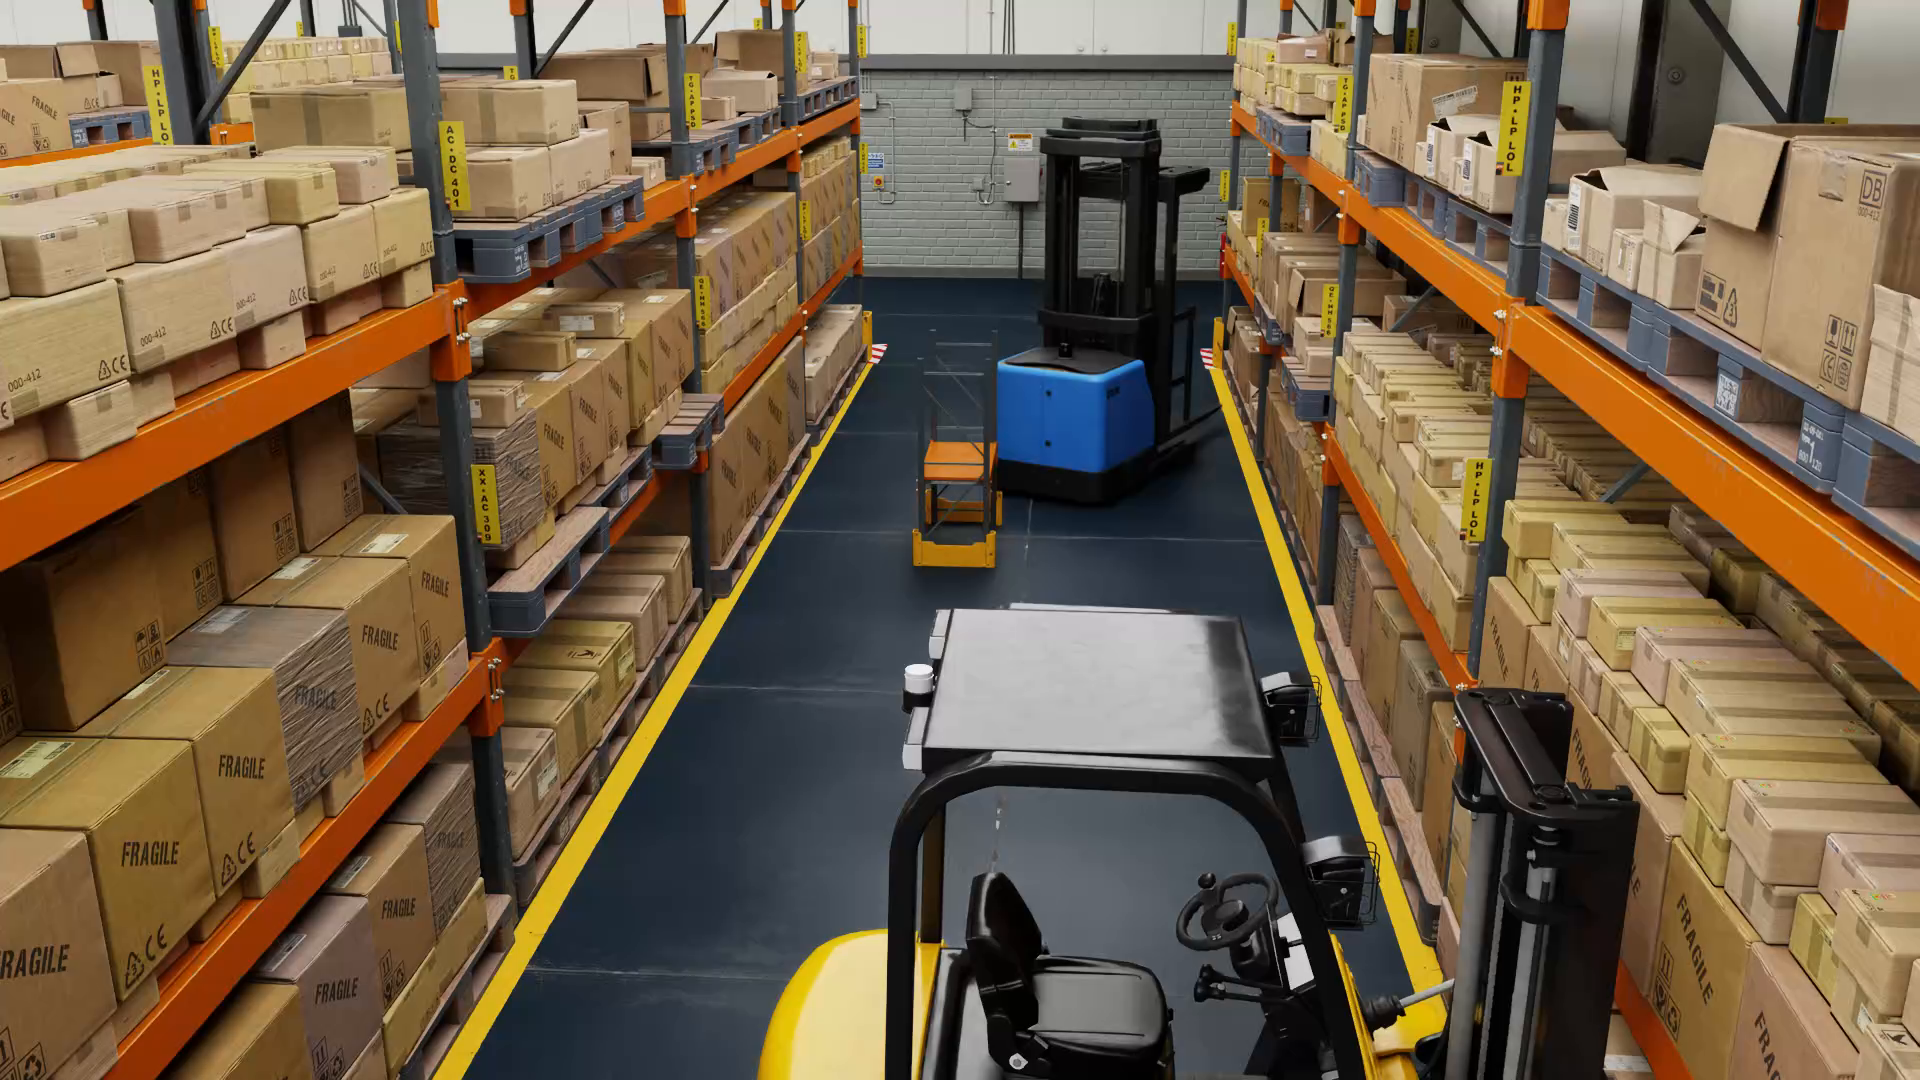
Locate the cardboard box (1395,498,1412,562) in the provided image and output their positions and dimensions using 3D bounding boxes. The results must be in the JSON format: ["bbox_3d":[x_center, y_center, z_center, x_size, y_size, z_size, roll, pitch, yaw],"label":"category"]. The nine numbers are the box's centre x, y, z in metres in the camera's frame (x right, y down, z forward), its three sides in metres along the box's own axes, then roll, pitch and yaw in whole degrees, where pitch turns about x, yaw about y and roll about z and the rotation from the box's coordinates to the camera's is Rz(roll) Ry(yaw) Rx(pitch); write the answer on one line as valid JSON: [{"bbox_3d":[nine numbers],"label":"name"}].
[{"bbox_3d":[2.383,-0.032,7.943,0.500,0.250,0.500,1,18,4],"label":"cardboard box"}]

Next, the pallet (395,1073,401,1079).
[{"bbox_3d":[-2.538,2.174,5.449,1.003,0.211,1.213,1,18,4],"label":"pallet"}]

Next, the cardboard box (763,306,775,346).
[{"bbox_3d":[-1.740,-1.694,13.017,0.500,0.250,0.500,1,18,2],"label":"cardboard box"}]

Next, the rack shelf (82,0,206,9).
[{"bbox_3d":[-6.955,-4.002,11.982,1.077,0.370,4.000,1,18,4],"label":"rack shelf"}]

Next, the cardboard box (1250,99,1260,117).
[{"bbox_3d":[2.896,-4.018,15.456,0.380,0.149,0.250,2,18,5],"label":"cardboard box"}]

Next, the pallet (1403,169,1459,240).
[{"bbox_3d":[2.761,-1.649,8.123,1.003,0.211,1.213,2,18,6],"label":"pallet"}]

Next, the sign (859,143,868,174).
[{"bbox_3d":[-1.040,-4.114,17.920,0.100,0.325,0.005,1,18,4],"label":"sign"}]

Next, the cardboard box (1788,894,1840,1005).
[{"bbox_3d":[2.067,0.906,3.639,0.380,0.149,0.250,1,18,4],"label":"cardboard box"}]

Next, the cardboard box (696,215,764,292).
[{"bbox_3d":[-1.756,-2.124,12.322,0.500,0.500,0.500,2,18,5],"label":"cardboard box"}]

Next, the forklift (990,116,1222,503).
[{"bbox_3d":[1.407,-2.097,14.116,1.130,2.935,3.031,10,21,29],"label":"forklift"}]

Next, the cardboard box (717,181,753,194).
[{"bbox_3d":[-2.108,-2.900,14.691,0.500,0.500,0.500,1,18,3],"label":"cardboard box"}]

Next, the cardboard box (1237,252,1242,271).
[{"bbox_3d":[2.932,-2.743,16.381,0.380,0.149,0.250,1,18,2],"label":"cardboard box"}]

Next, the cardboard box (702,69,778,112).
[{"bbox_3d":[-1.721,-3.529,13.028,0.500,0.311,0.500,1,18,4],"label":"cardboard box"}]

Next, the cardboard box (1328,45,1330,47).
[{"bbox_3d":[3.425,-4.157,14.436,0.500,0.250,0.500,1,18,2],"label":"cardboard box"}]

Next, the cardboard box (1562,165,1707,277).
[{"bbox_3d":[2.208,-1.008,5.173,0.500,0.311,0.500,2,18,5],"label":"cardboard box"}]

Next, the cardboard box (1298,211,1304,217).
[{"bbox_3d":[3.603,-3.279,17.376,0.500,0.250,0.500,2,18,6],"label":"cardboard box"}]

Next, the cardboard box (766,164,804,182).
[{"bbox_3d":[-1.583,-3.228,14.649,0.380,0.149,0.250,2,18,5],"label":"cardboard box"}]

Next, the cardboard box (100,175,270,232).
[{"bbox_3d":[-2.305,-0.998,4.957,0.380,0.149,0.250,1,18,3],"label":"cardboard box"}]

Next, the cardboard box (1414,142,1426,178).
[{"bbox_3d":[2.342,-1.772,7.764,0.380,0.149,0.250,1,18,3],"label":"cardboard box"}]

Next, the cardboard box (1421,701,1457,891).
[{"bbox_3d":[2.537,1.136,7.278,0.875,0.625,0.625,2,18,6],"label":"cardboard box"}]

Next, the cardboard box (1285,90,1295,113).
[{"bbox_3d":[2.568,-3.189,12.088,0.380,0.149,0.250,2,18,5],"label":"cardboard box"}]

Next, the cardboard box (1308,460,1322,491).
[{"bbox_3d":[2.569,-0.437,11.239,0.380,0.149,0.250,0,18,1],"label":"cardboard box"}]

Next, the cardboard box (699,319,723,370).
[{"bbox_3d":[-1.871,-1.301,11.014,0.500,0.250,0.500,1,18,4],"label":"cardboard box"}]

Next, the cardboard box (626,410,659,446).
[{"bbox_3d":[-1.895,-0.628,9.251,0.380,0.149,0.250,2,18,5],"label":"cardboard box"}]

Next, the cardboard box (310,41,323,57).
[{"bbox_3d":[-6.388,-4.740,16.053,0.380,0.149,0.250,1,18,2],"label":"cardboard box"}]

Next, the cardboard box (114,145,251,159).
[{"bbox_3d":[-2.789,-1.335,5.985,0.380,0.149,0.250,1,18,3],"label":"cardboard box"}]

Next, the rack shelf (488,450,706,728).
[{"bbox_3d":[-2.297,-0.020,8.821,1.077,0.370,4.000,1,18,4],"label":"rack shelf"}]

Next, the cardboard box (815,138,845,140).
[{"bbox_3d":[-1.400,-4.103,17.319,0.380,0.149,0.250,2,18,5],"label":"cardboard box"}]

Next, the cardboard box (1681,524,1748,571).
[{"bbox_3d":[2.730,0.055,5.758,0.380,0.149,0.250,1,18,2],"label":"cardboard box"}]

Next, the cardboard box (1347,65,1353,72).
[{"bbox_3d":[3.174,-3.556,12.731,0.380,0.149,0.250,1,18,3],"label":"cardboard box"}]

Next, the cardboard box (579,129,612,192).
[{"bbox_3d":[-1.949,-1.781,7.790,0.500,0.250,0.500,1,18,3],"label":"cardboard box"}]

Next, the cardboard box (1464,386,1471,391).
[{"bbox_3d":[3.008,-0.735,9.286,0.500,0.250,0.500,1,18,4],"label":"cardboard box"}]

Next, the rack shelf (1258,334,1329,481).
[{"bbox_3d":[2.941,-1.152,12.278,1.077,0.370,4.000,1,18,4],"label":"rack shelf"}]

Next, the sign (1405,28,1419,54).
[{"bbox_3d":[3.638,-3.962,13.418,0.100,0.325,0.005,1,18,4],"label":"sign"}]

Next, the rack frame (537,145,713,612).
[{"bbox_3d":[-2.154,-0.983,10.605,1.000,3.000,0.127,1,18,4],"label":"rack frame"}]

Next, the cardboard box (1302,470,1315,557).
[{"bbox_3d":[2.660,-0.176,11.483,0.500,0.500,0.500,1,18,3],"label":"cardboard box"}]

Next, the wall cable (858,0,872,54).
[{"bbox_3d":[-1.453,-8.091,22.664,0.463,3.000,0.029,1,18,4],"label":"wall cable"}]

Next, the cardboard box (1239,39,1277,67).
[{"bbox_3d":[3.034,-4.801,16.401,0.500,0.250,0.500,1,18,4],"label":"cardboard box"}]

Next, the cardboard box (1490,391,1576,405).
[{"bbox_3d":[2.885,-0.646,8.375,0.380,0.149,0.250,2,18,5],"label":"cardboard box"}]

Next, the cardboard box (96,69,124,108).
[{"bbox_3d":[-7.084,-3.618,13.299,0.500,0.311,0.500,1,18,3],"label":"cardboard box"}]

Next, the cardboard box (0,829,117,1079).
[{"bbox_3d":[-2.383,1.011,3.881,0.500,0.500,0.500,2,18,6],"label":"cardboard box"}]

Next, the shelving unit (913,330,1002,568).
[{"bbox_3d":[-0.005,-0.689,12.117,0.587,1.500,1.083,1,18,4],"label":"shelving unit"}]

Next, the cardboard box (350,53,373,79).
[{"bbox_3d":[-6.339,-4.831,16.969,0.500,0.250,0.500,1,18,2],"label":"cardboard box"}]

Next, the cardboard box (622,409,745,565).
[{"bbox_3d":[-2.021,-0.385,11.519,0.875,0.875,0.875,1,18,3],"label":"cardboard box"}]

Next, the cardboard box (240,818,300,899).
[{"bbox_3d":[-2.259,0.961,5.077,0.380,0.149,0.250,1,18,4],"label":"cardboard box"}]

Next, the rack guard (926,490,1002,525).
[{"bbox_3d":[0.030,-0.250,12.784,0.587,0.250,0.087,1,18,4],"label":"rack guard"}]

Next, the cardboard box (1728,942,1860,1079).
[{"bbox_3d":[2.044,1.244,3.647,0.500,0.500,0.500,2,18,6],"label":"cardboard box"}]

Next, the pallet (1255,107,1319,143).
[{"bbox_3d":[2.968,-3.250,13.010,1.213,0.211,1.003,1,18,4],"label":"pallet"}]

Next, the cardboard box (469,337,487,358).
[{"bbox_3d":[-2.522,-0.754,8.595,0.500,0.500,0.500,1,18,2],"label":"cardboard box"}]

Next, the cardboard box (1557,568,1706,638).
[{"bbox_3d":[2.133,0.205,5.300,0.380,0.149,0.250,2,18,5],"label":"cardboard box"}]

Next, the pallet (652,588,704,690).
[{"bbox_3d":[-2.211,0.585,10.298,1.003,0.211,1.213,1,18,4],"label":"pallet"}]

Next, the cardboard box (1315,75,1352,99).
[{"bbox_3d":[2.620,-3.074,11.294,0.380,0.149,0.250,1,18,4],"label":"cardboard box"}]

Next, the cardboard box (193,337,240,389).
[{"bbox_3d":[-2.350,-0.544,4.851,0.380,0.149,0.250,2,18,5],"label":"cardboard box"}]

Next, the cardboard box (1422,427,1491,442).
[{"bbox_3d":[2.352,-0.418,7.678,0.380,0.149,0.250,1,18,3],"label":"cardboard box"}]

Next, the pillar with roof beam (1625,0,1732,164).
[{"bbox_3d":[-0.691,-3.395,8.332,9.100,9.000,0.400,1,18,4],"label":"pillar with roof beam"}]
